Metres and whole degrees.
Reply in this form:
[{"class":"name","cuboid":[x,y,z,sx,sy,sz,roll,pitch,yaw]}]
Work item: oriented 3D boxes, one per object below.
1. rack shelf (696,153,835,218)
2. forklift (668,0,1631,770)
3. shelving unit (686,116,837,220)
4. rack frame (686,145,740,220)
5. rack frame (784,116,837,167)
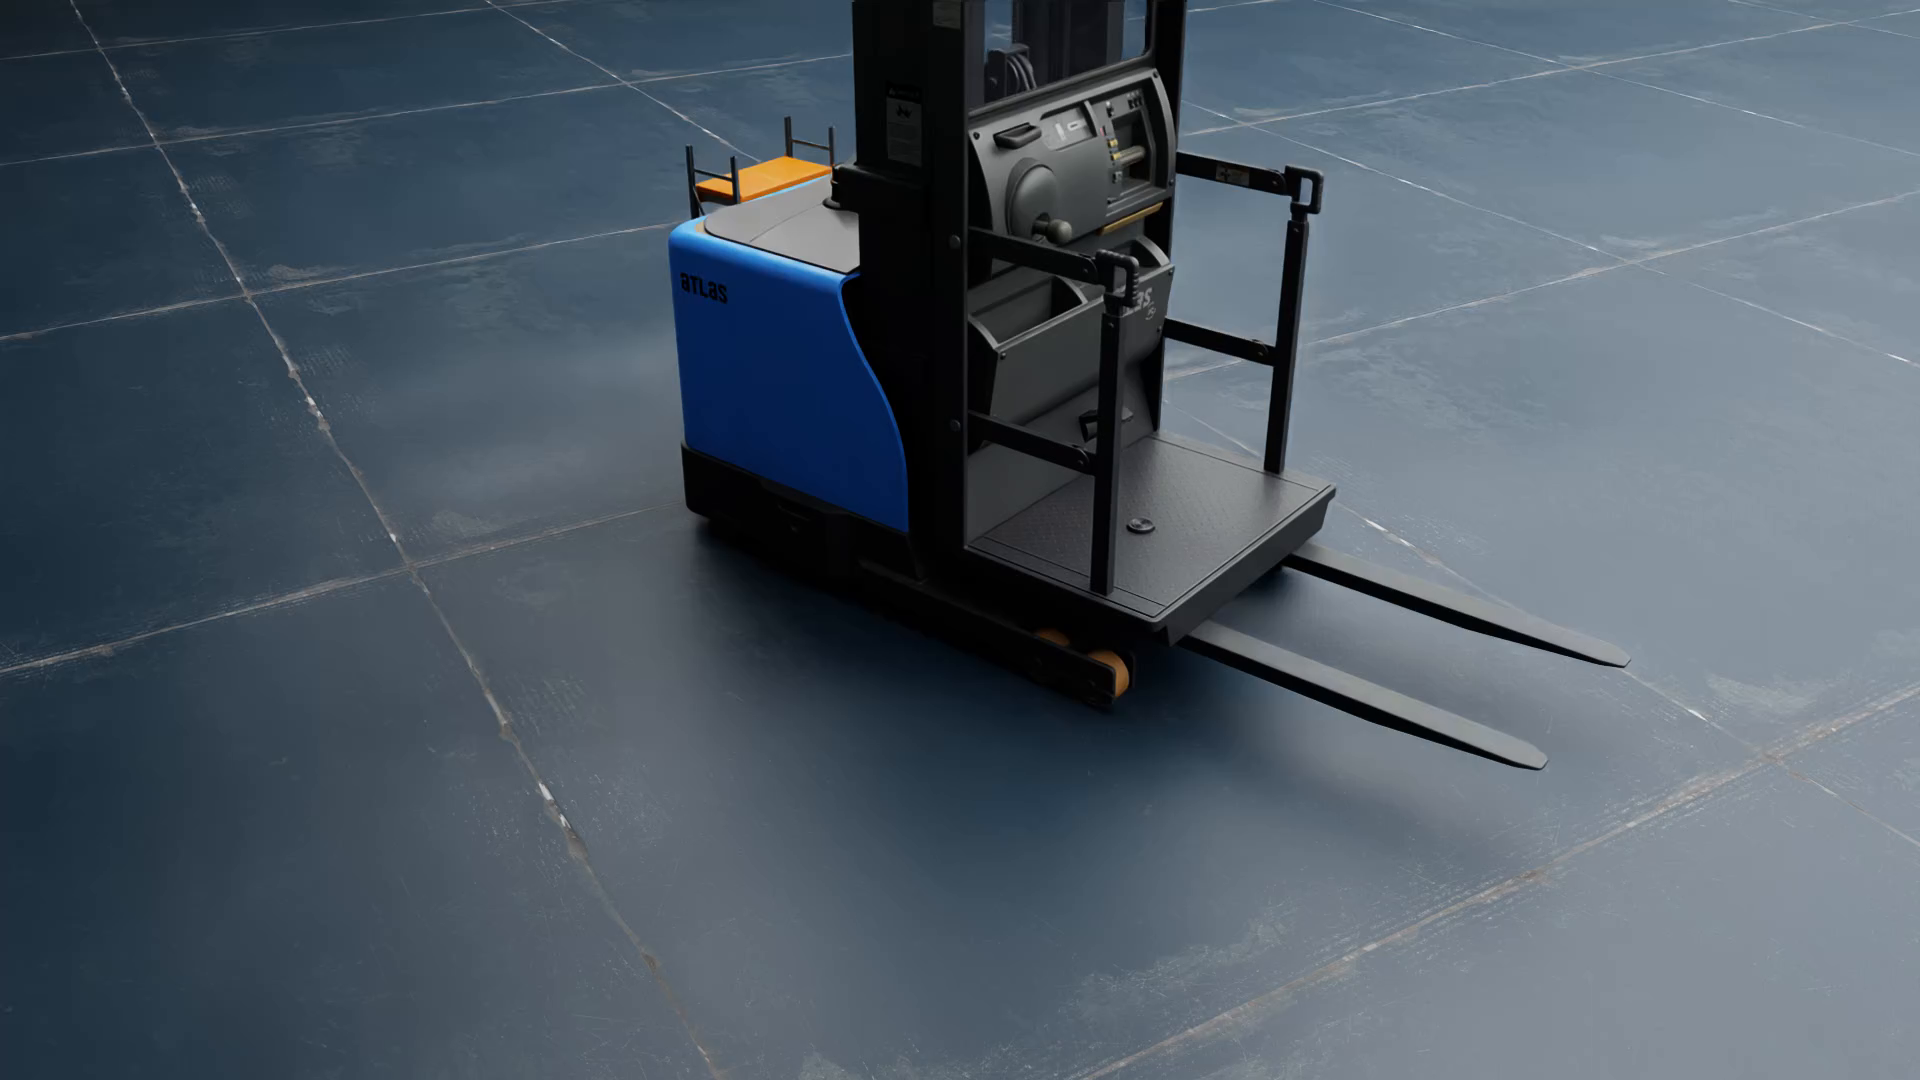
[{"class":"rack shelf","cuboid":[-0.695,-1.237,5.935,0.258,0.148,0.480,21,35,33]},{"class":"forklift","cuboid":[0.505,-1.088,4.687,3.031,2.935,1.130,21,35,33]},{"class":"shelving unit","cuboid":[-0.694,-0.892,6.124,0.258,1.200,0.503,21,35,33]},{"class":"rack frame","cuboid":[-0.847,-0.800,5.958,0.240,1.200,0.015,21,35,33]},{"class":"rack frame","cuboid":[-0.542,-0.984,6.291,0.240,1.200,0.015,21,35,33]}]
